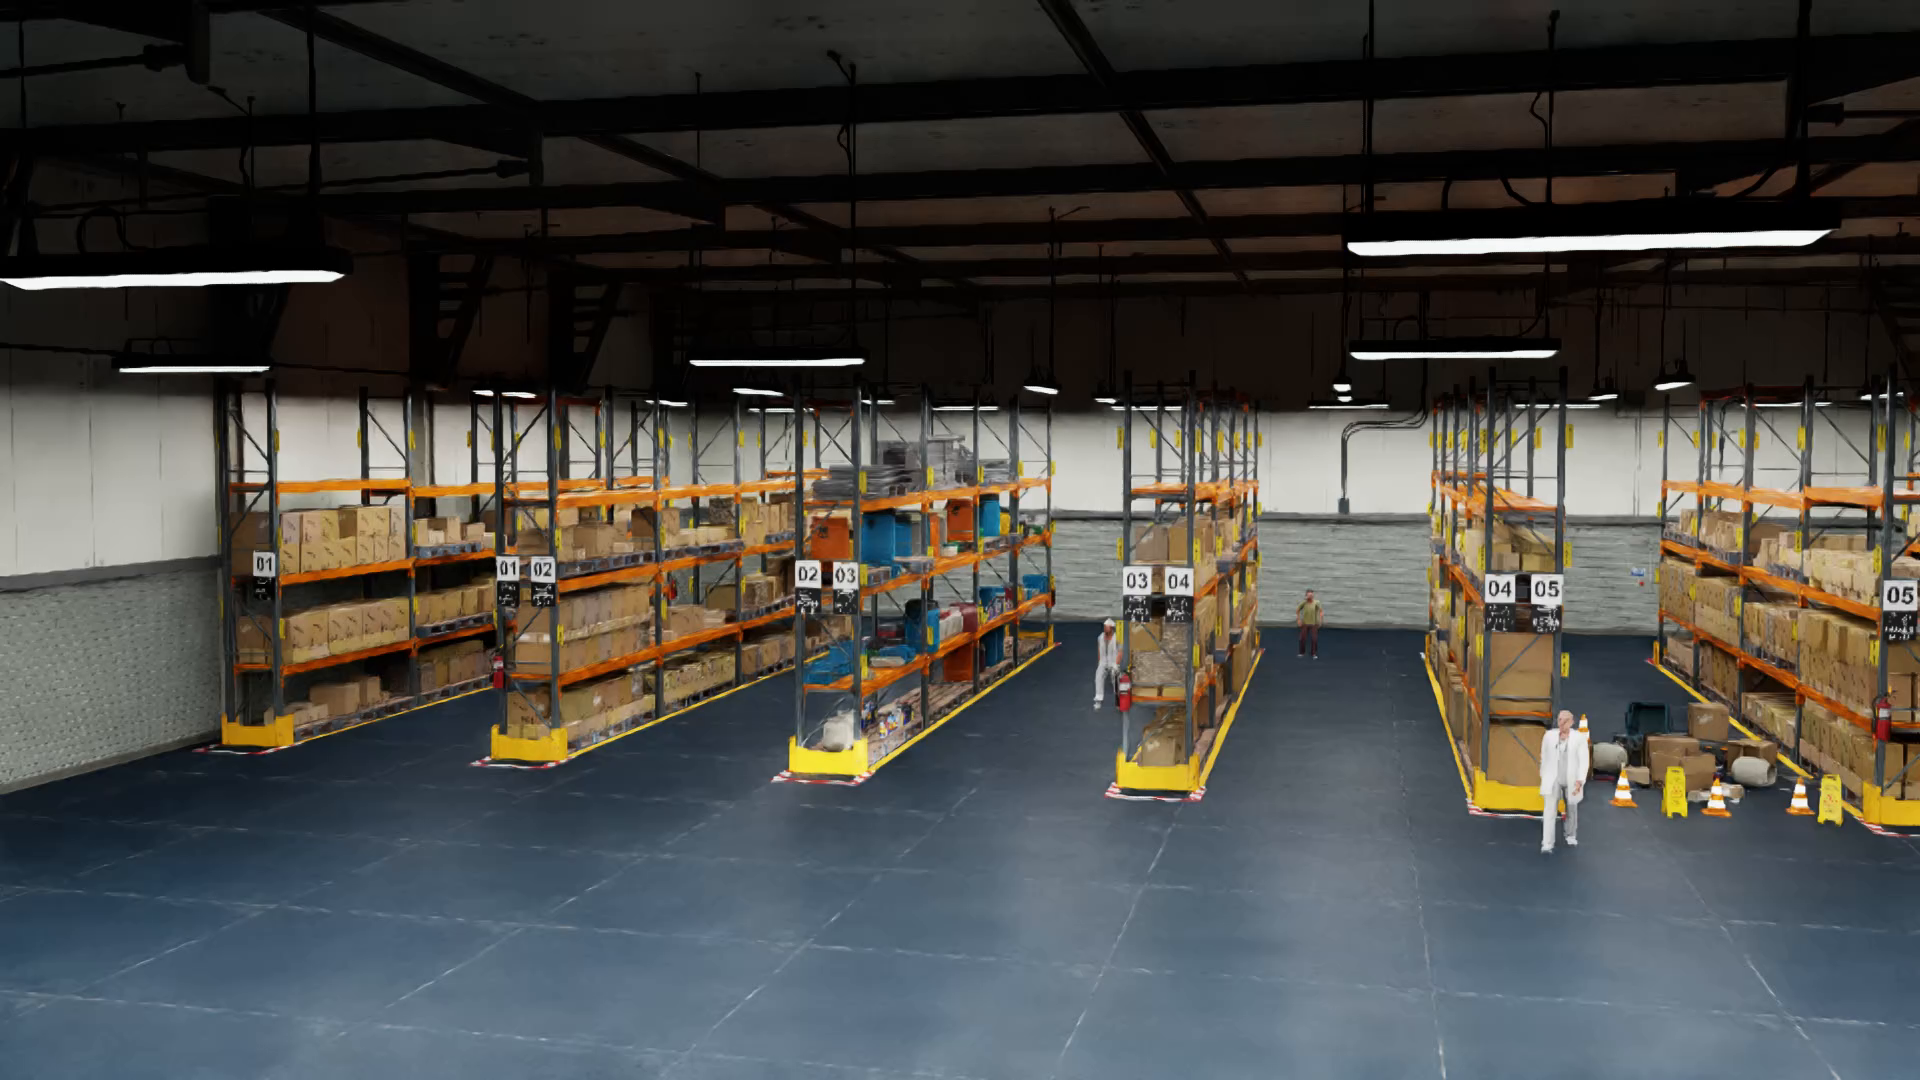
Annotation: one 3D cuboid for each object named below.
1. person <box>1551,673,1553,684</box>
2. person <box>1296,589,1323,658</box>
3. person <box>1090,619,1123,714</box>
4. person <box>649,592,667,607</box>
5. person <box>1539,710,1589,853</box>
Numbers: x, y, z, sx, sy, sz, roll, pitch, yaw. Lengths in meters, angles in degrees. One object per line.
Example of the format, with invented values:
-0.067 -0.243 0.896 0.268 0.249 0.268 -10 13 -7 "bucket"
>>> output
12.016 2.107 34.144 0.468 1.677 0.497 3 5 44 "person"
8.014 1.913 38.133 0.598 1.619 0.507 1 3 11 "person"
2.731 2.300 30.433 0.533 1.728 1.036 1 4 22 "person"
-8.008 1.521 44.128 0.734 1.655 0.563 -3 4 -39 "person"
7.338 2.915 20.202 0.573 1.716 1.102 1 4 22 "person"
